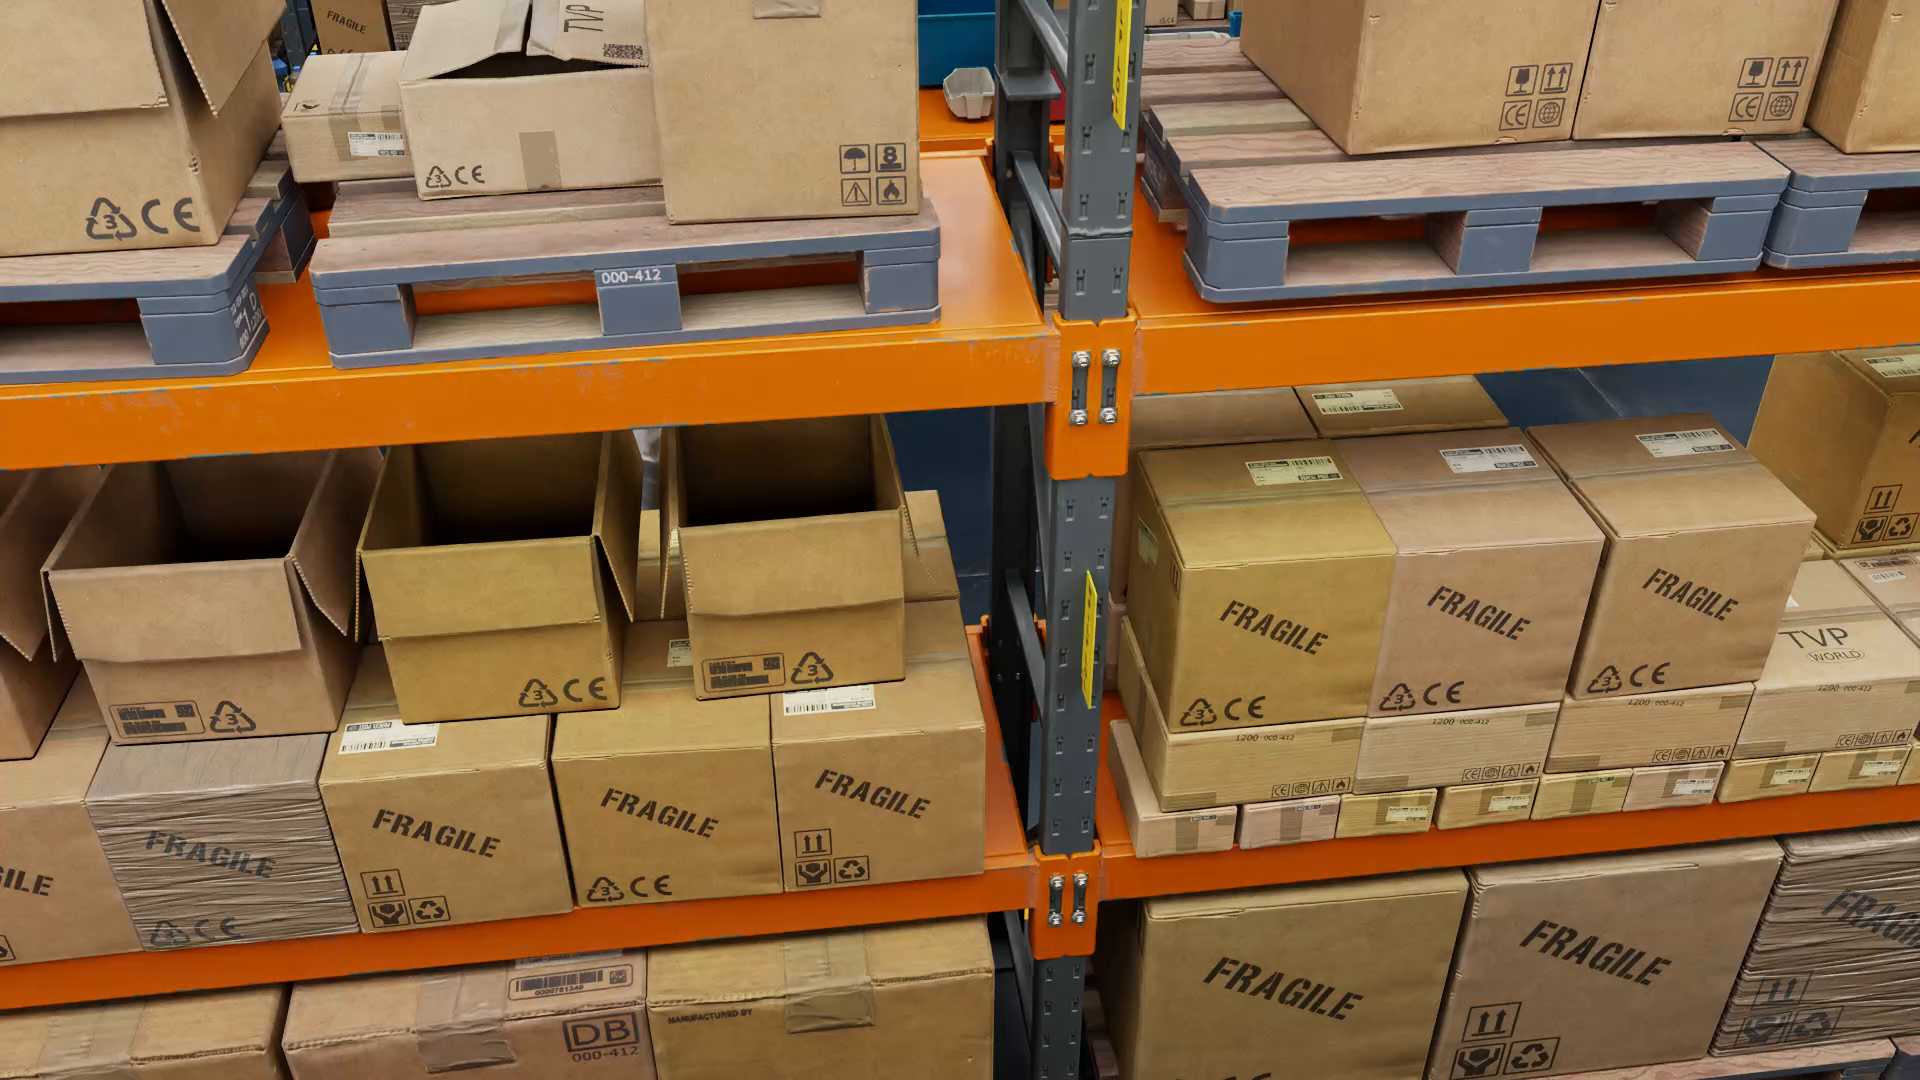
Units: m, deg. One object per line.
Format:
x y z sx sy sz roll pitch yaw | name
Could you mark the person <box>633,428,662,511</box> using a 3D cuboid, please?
-1.136 -0.444 6.781 0.591 1.748 0.435 -5 35 -7 | person
